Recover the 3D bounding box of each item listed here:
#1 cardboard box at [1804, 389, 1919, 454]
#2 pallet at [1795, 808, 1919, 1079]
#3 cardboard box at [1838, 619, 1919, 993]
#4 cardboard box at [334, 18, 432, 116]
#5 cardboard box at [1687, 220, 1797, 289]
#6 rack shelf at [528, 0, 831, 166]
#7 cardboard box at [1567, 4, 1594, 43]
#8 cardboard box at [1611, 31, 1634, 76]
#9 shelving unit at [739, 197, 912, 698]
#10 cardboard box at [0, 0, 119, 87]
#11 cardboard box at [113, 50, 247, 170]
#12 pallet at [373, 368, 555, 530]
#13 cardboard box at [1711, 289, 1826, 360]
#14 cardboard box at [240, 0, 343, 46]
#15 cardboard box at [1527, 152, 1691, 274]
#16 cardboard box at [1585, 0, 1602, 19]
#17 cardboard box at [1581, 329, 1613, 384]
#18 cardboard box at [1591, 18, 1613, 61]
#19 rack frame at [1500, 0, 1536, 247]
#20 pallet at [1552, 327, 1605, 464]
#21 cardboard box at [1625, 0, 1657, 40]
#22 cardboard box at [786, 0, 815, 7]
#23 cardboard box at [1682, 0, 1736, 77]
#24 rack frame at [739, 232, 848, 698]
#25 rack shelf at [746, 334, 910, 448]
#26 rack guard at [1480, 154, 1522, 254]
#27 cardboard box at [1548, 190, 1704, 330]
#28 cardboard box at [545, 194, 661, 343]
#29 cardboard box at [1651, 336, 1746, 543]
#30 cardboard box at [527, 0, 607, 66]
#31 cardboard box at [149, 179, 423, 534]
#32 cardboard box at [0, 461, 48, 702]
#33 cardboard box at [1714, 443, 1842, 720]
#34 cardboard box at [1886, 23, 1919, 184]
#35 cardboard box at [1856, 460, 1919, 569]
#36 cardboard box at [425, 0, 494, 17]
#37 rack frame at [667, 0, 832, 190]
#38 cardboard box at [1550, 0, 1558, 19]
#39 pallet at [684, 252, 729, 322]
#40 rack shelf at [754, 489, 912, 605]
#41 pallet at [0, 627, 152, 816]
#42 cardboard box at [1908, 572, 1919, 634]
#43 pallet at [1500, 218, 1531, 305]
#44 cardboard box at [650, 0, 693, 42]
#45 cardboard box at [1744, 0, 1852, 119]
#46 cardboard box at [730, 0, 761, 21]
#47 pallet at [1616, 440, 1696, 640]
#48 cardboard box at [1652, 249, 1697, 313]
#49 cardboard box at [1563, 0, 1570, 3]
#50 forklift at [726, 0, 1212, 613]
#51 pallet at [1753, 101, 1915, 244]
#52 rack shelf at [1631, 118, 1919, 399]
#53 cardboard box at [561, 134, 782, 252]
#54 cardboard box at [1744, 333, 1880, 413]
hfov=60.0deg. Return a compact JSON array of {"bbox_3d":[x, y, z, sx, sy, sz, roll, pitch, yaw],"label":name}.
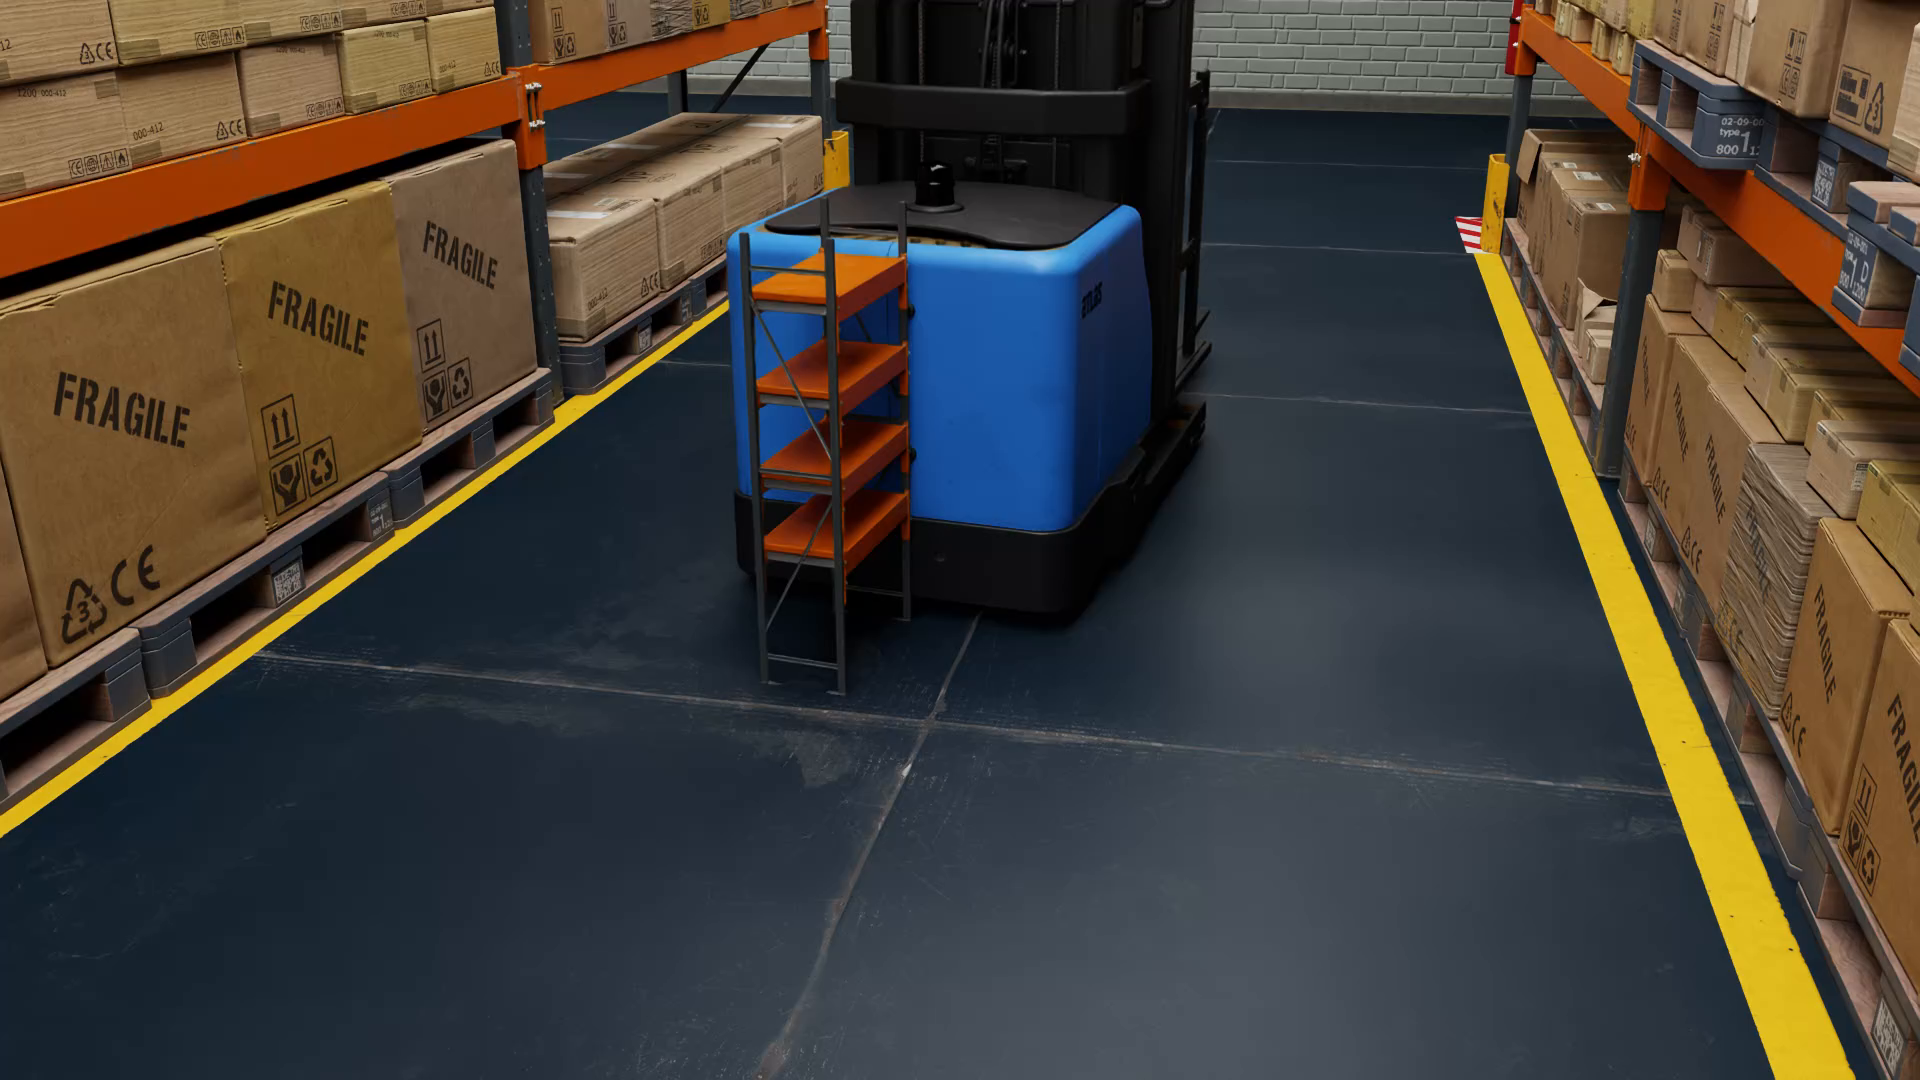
[{"bbox_3d":[2.190,-0.232,3.829,0.380,0.149,0.250,5,22,11],"label":"cardboard box"},{"bbox_3d":[2.129,0.897,2.845,1.003,0.211,1.213,4,22,11],"label":"pallet"},{"bbox_3d":[1.928,0.485,2.919,0.500,0.500,0.500,4,22,10],"label":"cardboard box"},{"bbox_3d":[-2.054,-1.528,5.332,0.500,0.250,0.500,4,22,10],"label":"cardboard box"},{"bbox_3d":[2.416,-0.854,4.977,0.380,0.149,0.250,3,22,8],"label":"cardboard box"},{"bbox_3d":[-1.696,-2.364,8.172,1.077,0.370,4.000,4,22,11],"label":"rack shelf"},{"bbox_3d":[2.891,-2.272,7.315,0.380,0.149,0.250,5,22,12],"label":"cardboard box"},{"bbox_3d":[2.635,-1.803,6.151,0.380,0.149,0.250,5,22,12],"label":"cardboard box"},{"bbox_3d":[-0.332,-0.248,4.364,0.258,1.200,0.503,7,23,17],"label":"shelving unit"},{"bbox_3d":[-2.355,-1.203,3.857,0.500,0.250,0.500,4,22,11],"label":"cardboard box"},{"bbox_3d":[-2.277,-1.155,4.408,0.500,0.250,0.500,4,22,11],"label":"cardboard box"},{"bbox_3d":[-2.188,-0.385,6.028,1.003,0.211,1.213,4,22,11],"label":"pallet"},{"bbox_3d":[2.400,-0.613,4.776,0.380,0.149,0.250,3,22,8],"label":"cardboard box"},{"bbox_3d":[-2.151,-1.576,4.783,0.500,0.250,0.500,5,22,12],"label":"cardboard box"},{"bbox_3d":[3.142,-1.562,8.000,0.700,0.500,0.500,5,23,13],"label":"cardboard box"},{"bbox_3d":[2.823,-2.229,6.675,0.500,0.250,0.500,4,22,11],"label":"cardboard box"},{"bbox_3d":[2.582,-0.688,6.301,0.380,0.149,0.250,4,22,9],"label":"cardboard box"},{"bbox_3d":[2.739,-1.992,6.621,0.380,0.149,0.250,4,22,10],"label":"cardboard box"},{"bbox_3d":[3.572,-3.053,8.918,1.000,3.000,0.127,4,22,11],"label":"rack frame"},{"bbox_3d":[2.897,-0.547,6.430,1.003,0.211,1.213,4,22,11],"label":"pallet"},{"bbox_3d":[2.621,-1.863,5.767,0.500,0.250,0.500,5,22,12],"label":"cardboard box"},{"bbox_3d":[-1.127,-3.279,9.347,0.500,0.500,0.500,5,22,11],"label":"cardboard box"},{"bbox_3d":[2.332,-1.482,4.321,0.700,0.500,0.500,5,22,12],"label":"cardboard box"},{"bbox_3d":[-0.410,-0.162,4.149,0.240,1.200,0.015,7,23,17],"label":"rack frame"},{"bbox_3d":[-0.332,-0.393,4.305,0.258,0.148,0.480,7,23,17],"label":"rack shelf"},{"bbox_3d":[3.556,-1.865,9.316,1.175,0.500,0.348,4,22,11],"label":"rack guard"},{"bbox_3d":[2.930,-1.182,7.057,0.700,0.500,0.500,4,22,9],"label":"cardboard box"},{"bbox_3d":[-1.871,-1.194,7.172,0.875,0.438,0.875,4,22,10],"label":"cardboard box"},{"bbox_3d":[2.338,-0.270,4.792,0.500,0.500,0.500,4,22,10],"label":"cardboard box"},{"bbox_3d":[-1.752,-2.165,6.580,0.500,0.500,0.500,5,23,13],"label":"cardboard box"},{"bbox_3d":[-2.329,-0.612,5.140,0.875,0.875,0.875,5,22,12],"label":"cardboard box"},{"bbox_3d":[-2.698,0.041,3.519,0.875,0.875,0.875,4,22,10],"label":"cardboard box"},{"bbox_3d":[2.120,0.102,3.870,0.500,0.500,0.500,4,22,9],"label":"cardboard box"},{"bbox_3d":[1.838,-0.663,2.622,0.500,0.250,0.500,3,22,8],"label":"cardboard box"},{"bbox_3d":[2.063,-0.042,3.359,0.380,0.149,0.250,4,22,10],"label":"cardboard box"},{"bbox_3d":[-1.956,-1.949,5.710,0.500,0.250,0.500,4,22,11],"label":"cardboard box"},{"bbox_3d":[-1.288,-3.430,9.854,1.000,3.000,0.127,4,22,11],"label":"rack frame"},{"bbox_3d":[3.230,-2.740,8.479,0.380,0.149,0.250,5,22,12],"label":"cardboard box"},{"bbox_3d":[-1.626,-1.393,8.530,1.003,0.211,1.213,4,22,11],"label":"pallet"},{"bbox_3d":[-0.332,-0.002,4.463,0.258,0.148,0.480,7,23,17],"label":"rack shelf"},{"bbox_3d":[-2.686,0.507,3.812,1.003,0.211,1.213,4,22,11],"label":"pallet"},{"bbox_3d":[1.915,0.142,2.902,0.380,0.149,0.250,4,22,9],"label":"cardboard box"},{"bbox_3d":[3.395,-1.440,8.646,1.003,0.211,1.213,4,22,11],"label":"pallet"},{"bbox_3d":[-1.538,-2.530,7.486,0.500,0.500,0.500,5,22,11],"label":"cardboard box"},{"bbox_3d":[2.172,-1.195,3.609,0.700,0.500,0.500,4,22,11],"label":"cardboard box"},{"bbox_3d":[-1.340,-2.908,8.425,0.500,0.500,0.500,5,22,12],"label":"cardboard box"},{"bbox_3d":[2.627,0.004,5.061,1.003,0.211,1.213,4,22,11],"label":"pallet"},{"bbox_3d":[2.422,-0.815,5.278,0.380,0.149,0.250,6,23,13],"label":"cardboard box"},{"bbox_3d":[3.013,-2.606,7.611,0.500,0.250,0.500,4,22,10],"label":"cardboard box"},{"bbox_3d":[0.285,-1.675,5.590,1.130,2.935,3.031,7,23,17],"label":"forklift"},{"bbox_3d":[2.332,-0.749,3.456,1.003,0.211,1.213,4,22,11],"label":"pallet"},{"bbox_3d":[2.348,-0.525,3.604,1.077,0.370,4.000,4,22,11],"label":"rack shelf"},{"bbox_3d":[-1.503,-1.852,8.803,0.875,0.438,0.875,5,22,12],"label":"cardboard box"},{"bbox_3d":[2.270,-0.423,4.305,0.380,0.149,0.250,4,22,11],"label":"cardboard box"}]
